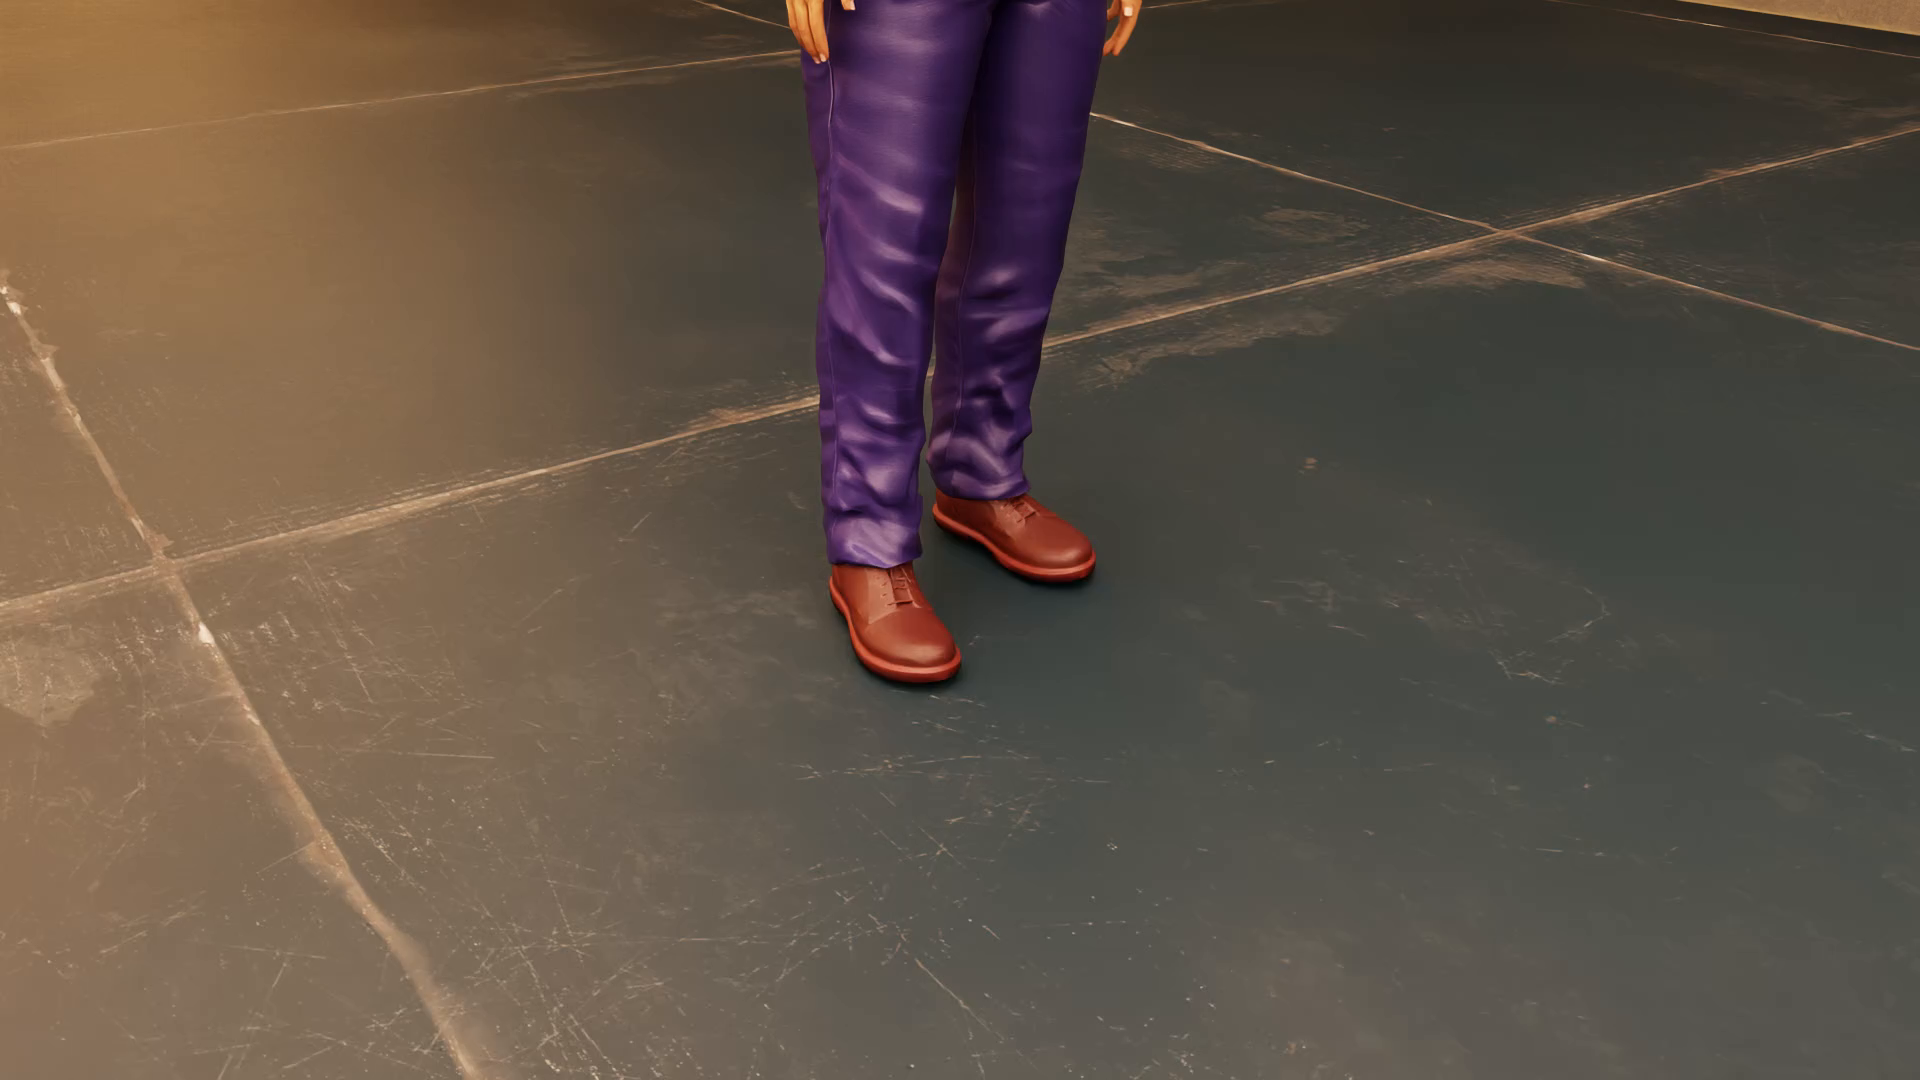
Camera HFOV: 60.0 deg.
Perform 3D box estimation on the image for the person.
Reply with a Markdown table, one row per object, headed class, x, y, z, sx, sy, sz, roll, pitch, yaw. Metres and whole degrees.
| class | x | y | z | sx | sy | sz | roll | pitch | yaw |
| --- | --- | --- | --- | --- | --- | --- | --- | --- | --- |
| person | 0.032 | -0.704 | 2.049 | 0.598 | 1.651 | 0.502 | -17 | 31 | -31 |
